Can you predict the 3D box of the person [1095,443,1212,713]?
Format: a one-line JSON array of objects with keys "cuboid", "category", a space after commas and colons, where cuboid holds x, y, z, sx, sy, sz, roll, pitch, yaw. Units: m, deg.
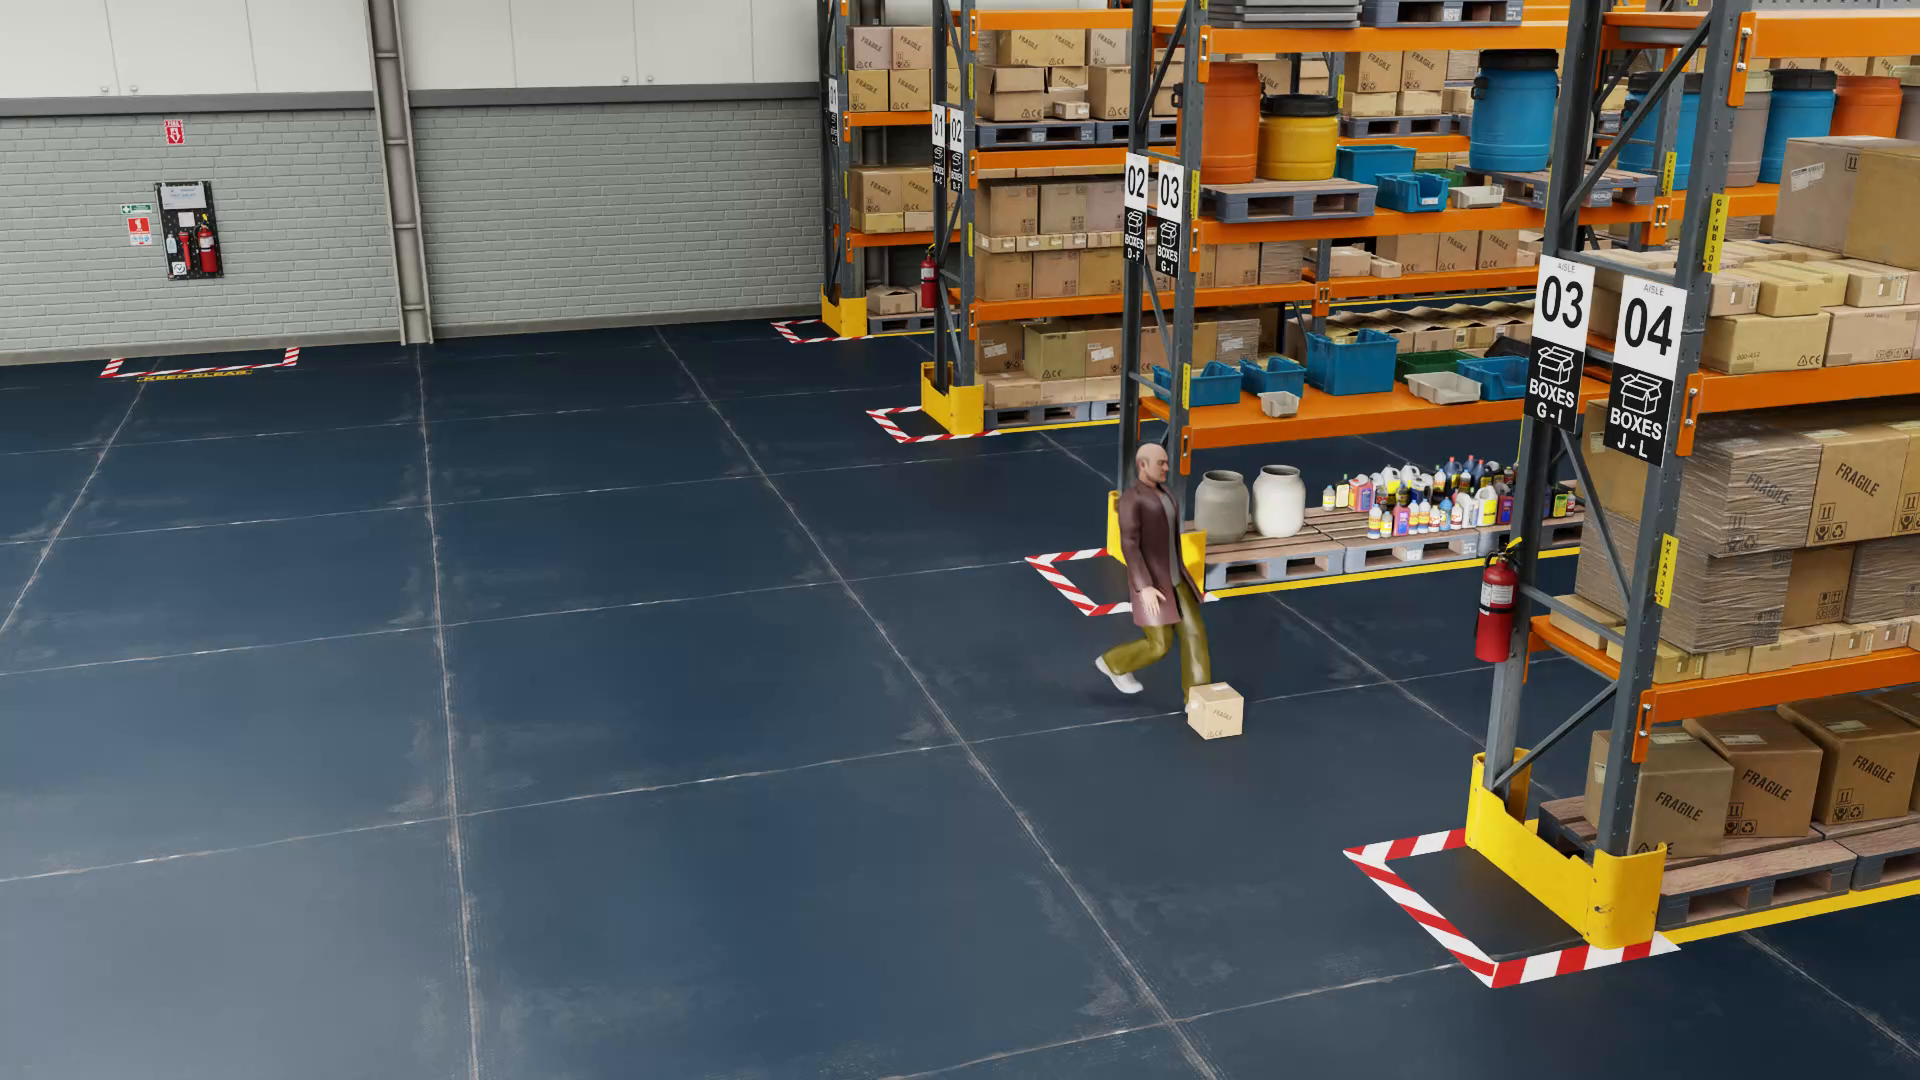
[{"cuboid": [1.323, 0.267, 10.415, 0.987, 1.705, 0.647, 15, 24, 37], "category": "person"}]
